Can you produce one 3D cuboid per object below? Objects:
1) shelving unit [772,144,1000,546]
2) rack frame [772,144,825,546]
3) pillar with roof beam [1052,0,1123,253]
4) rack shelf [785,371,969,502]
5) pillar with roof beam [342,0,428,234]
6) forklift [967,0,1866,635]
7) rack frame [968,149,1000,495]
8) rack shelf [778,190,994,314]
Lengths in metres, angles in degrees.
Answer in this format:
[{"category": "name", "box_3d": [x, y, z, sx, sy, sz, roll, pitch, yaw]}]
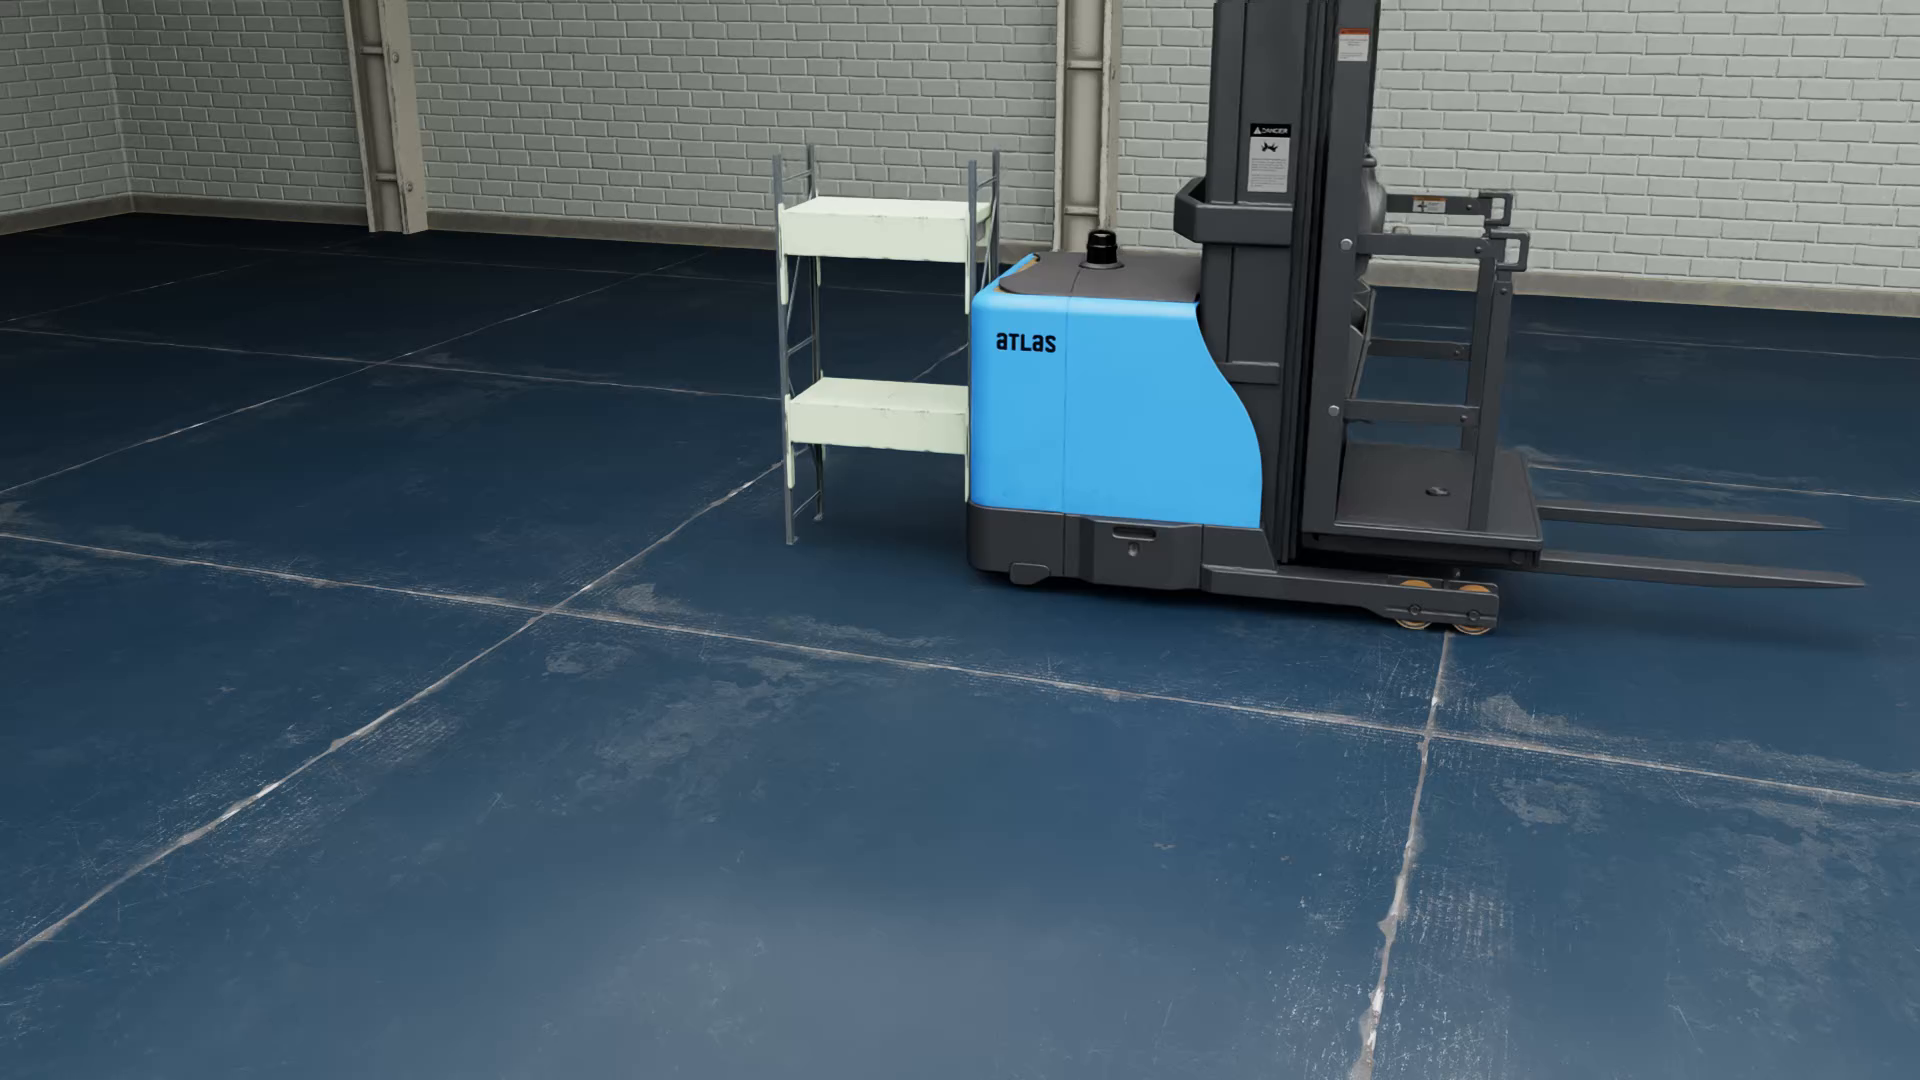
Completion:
[{"category": "shelving unit", "box_3d": [-0.265, -0.719, 6.360, 0.755, 1.500, 0.431, 5, 20, 14]}, {"category": "rack frame", "box_3d": [-0.620, -0.749, 6.447, 0.023, 1.500, 0.400, 5, 20, 14]}, {"category": "pillar with roof beam", "box_3d": [-0.502, -4.892, 6.940, 0.400, 9.000, 9.100, 7, 20, 18]}, {"category": "rack shelf", "box_3d": [-0.265, -0.411, 6.468, 0.720, 0.370, 0.431, 5, 20, 14]}, {"category": "pillar with roof beam", "box_3d": [-6.170, -5.540, 8.799, 0.400, 9.000, 9.100, 7, 20, 18]}, {"category": "forklift", "box_3d": [1.600, -1.255, 5.725, 3.031, 2.935, 1.130, 5, 20, 14]}, {"category": "rack frame", "box_3d": [0.089, -0.689, 6.274, 0.023, 1.500, 0.400, 5, 20, 14]}, {"category": "rack shelf", "box_3d": [-0.265, -1.088, 6.232, 0.720, 0.370, 0.431, 5, 20, 14]}]
